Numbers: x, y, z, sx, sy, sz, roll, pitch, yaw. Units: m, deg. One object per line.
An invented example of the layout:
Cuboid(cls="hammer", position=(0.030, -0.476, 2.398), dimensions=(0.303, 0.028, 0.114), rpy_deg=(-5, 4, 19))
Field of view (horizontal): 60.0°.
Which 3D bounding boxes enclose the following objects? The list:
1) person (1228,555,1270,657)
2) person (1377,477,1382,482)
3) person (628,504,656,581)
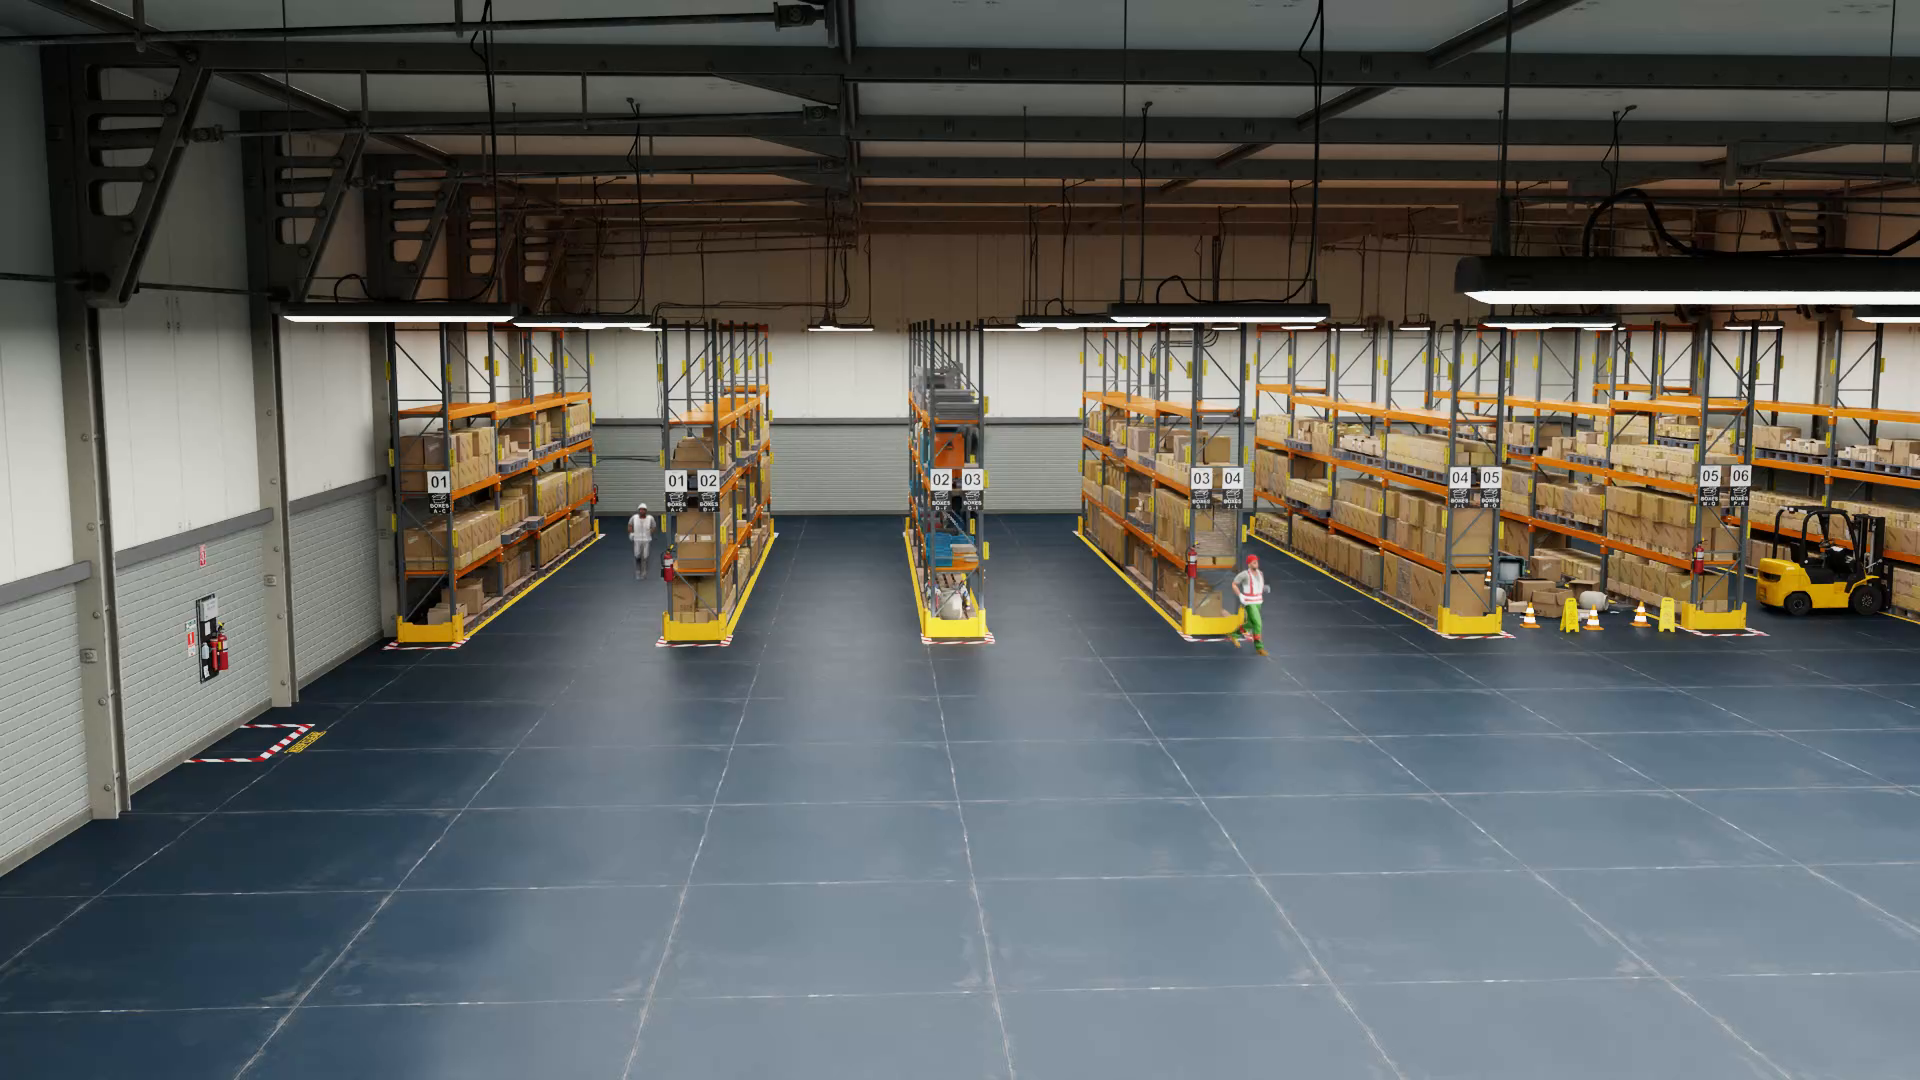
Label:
Cuboid(cls="person", position=(5.235, 1.149, 29.886), dimensions=(0.637, 1.797, 0.925), rpy_deg=(-6, 10, -42))
Cuboid(cls="person", position=(12.545, -1.243, 49.401), dimensions=(0.670, 1.828, 0.724), rpy_deg=(0, 7, 2))
Cuboid(cls="person", position=(-7.425, 0.049, 38.892), dimensions=(0.655, 1.807, 0.729), rpy_deg=(-1, 7, -12))
